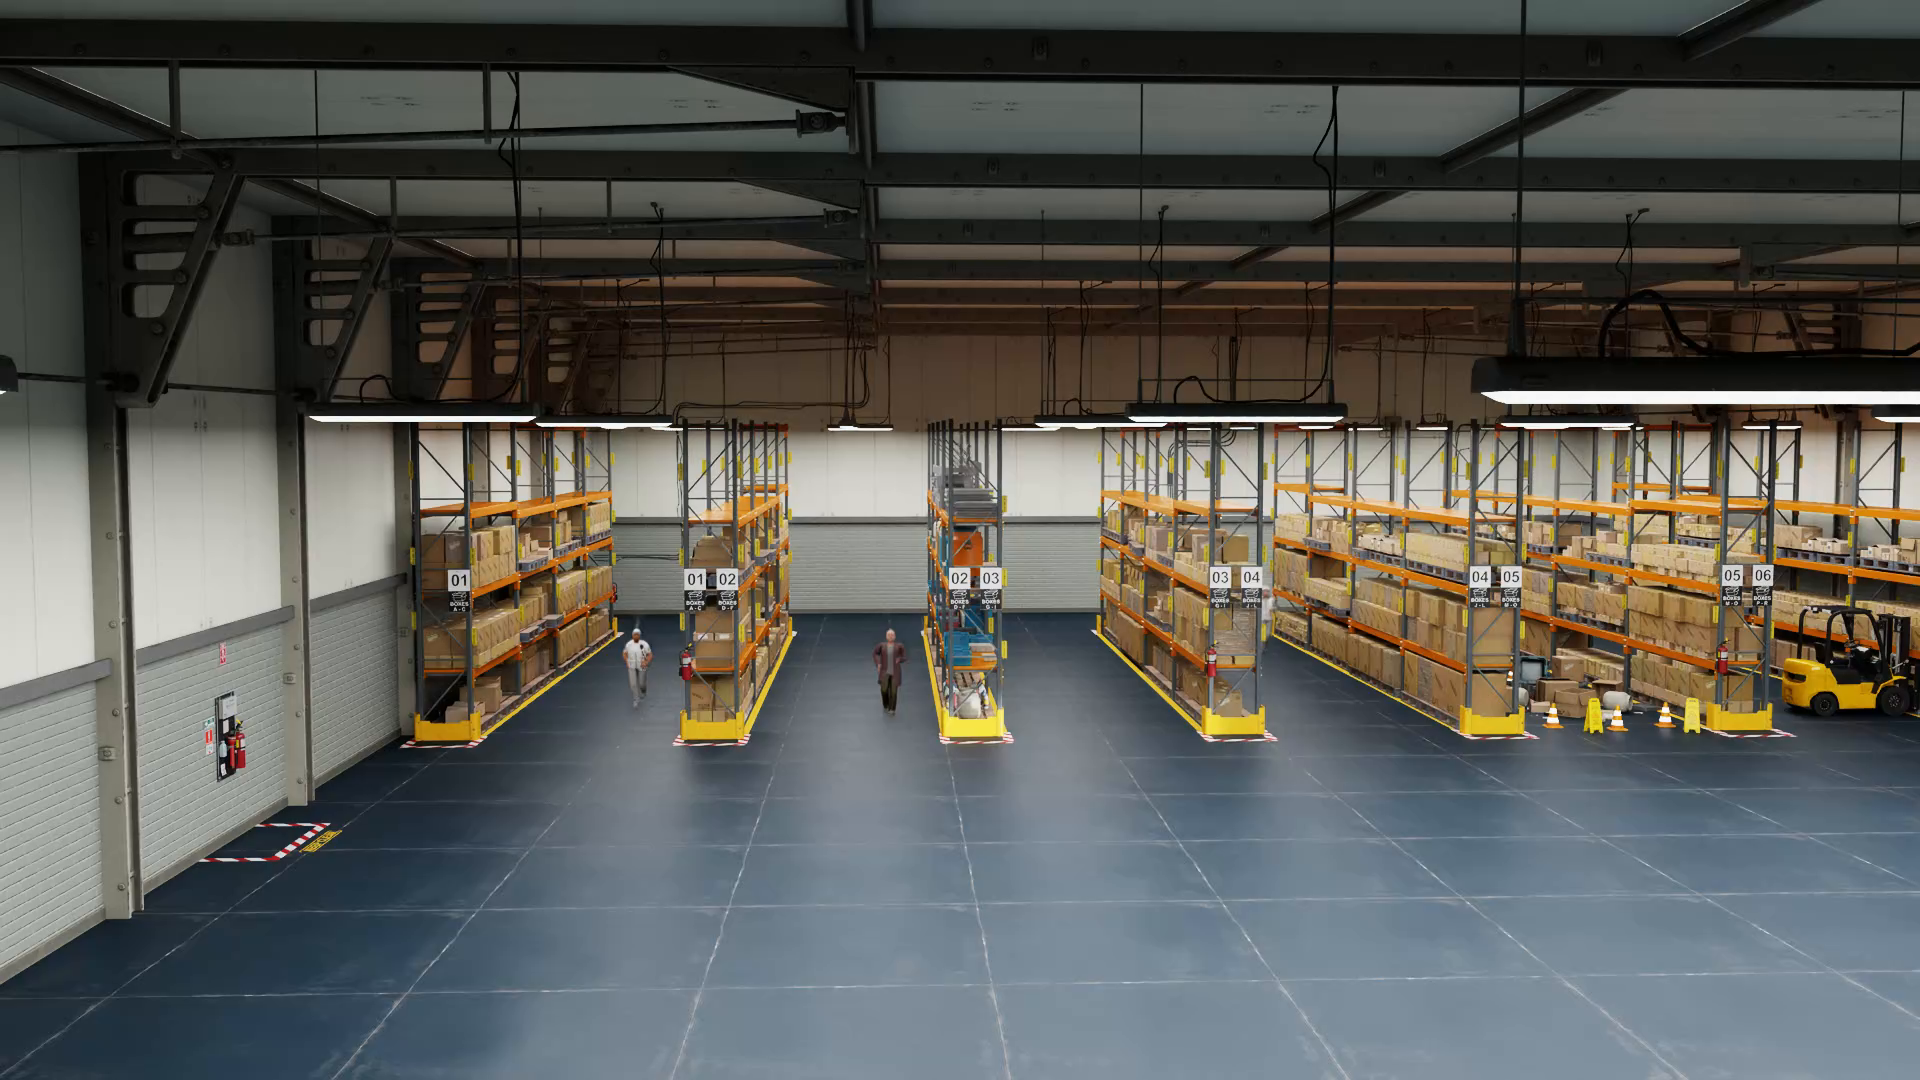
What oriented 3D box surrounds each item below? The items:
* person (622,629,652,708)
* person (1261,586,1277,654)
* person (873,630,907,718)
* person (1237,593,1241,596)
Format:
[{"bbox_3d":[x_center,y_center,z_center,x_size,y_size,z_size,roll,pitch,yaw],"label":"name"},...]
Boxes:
[{"bbox_3d":[-6.766,2.673,34.847,0.624,1.622,0.657,0,4,-5],"label":"person"},{"bbox_3d":[7.928,2.076,43.211,0.630,1.777,0.703,0,4,-4],"label":"person"},{"bbox_3d":[-1.414,2.703,33.485,0.688,1.779,0.700,0,4,-2],"label":"person"},{"bbox_3d":[7.820,1.946,45.040,0.640,1.842,0.789,0,4,0],"label":"person"}]
